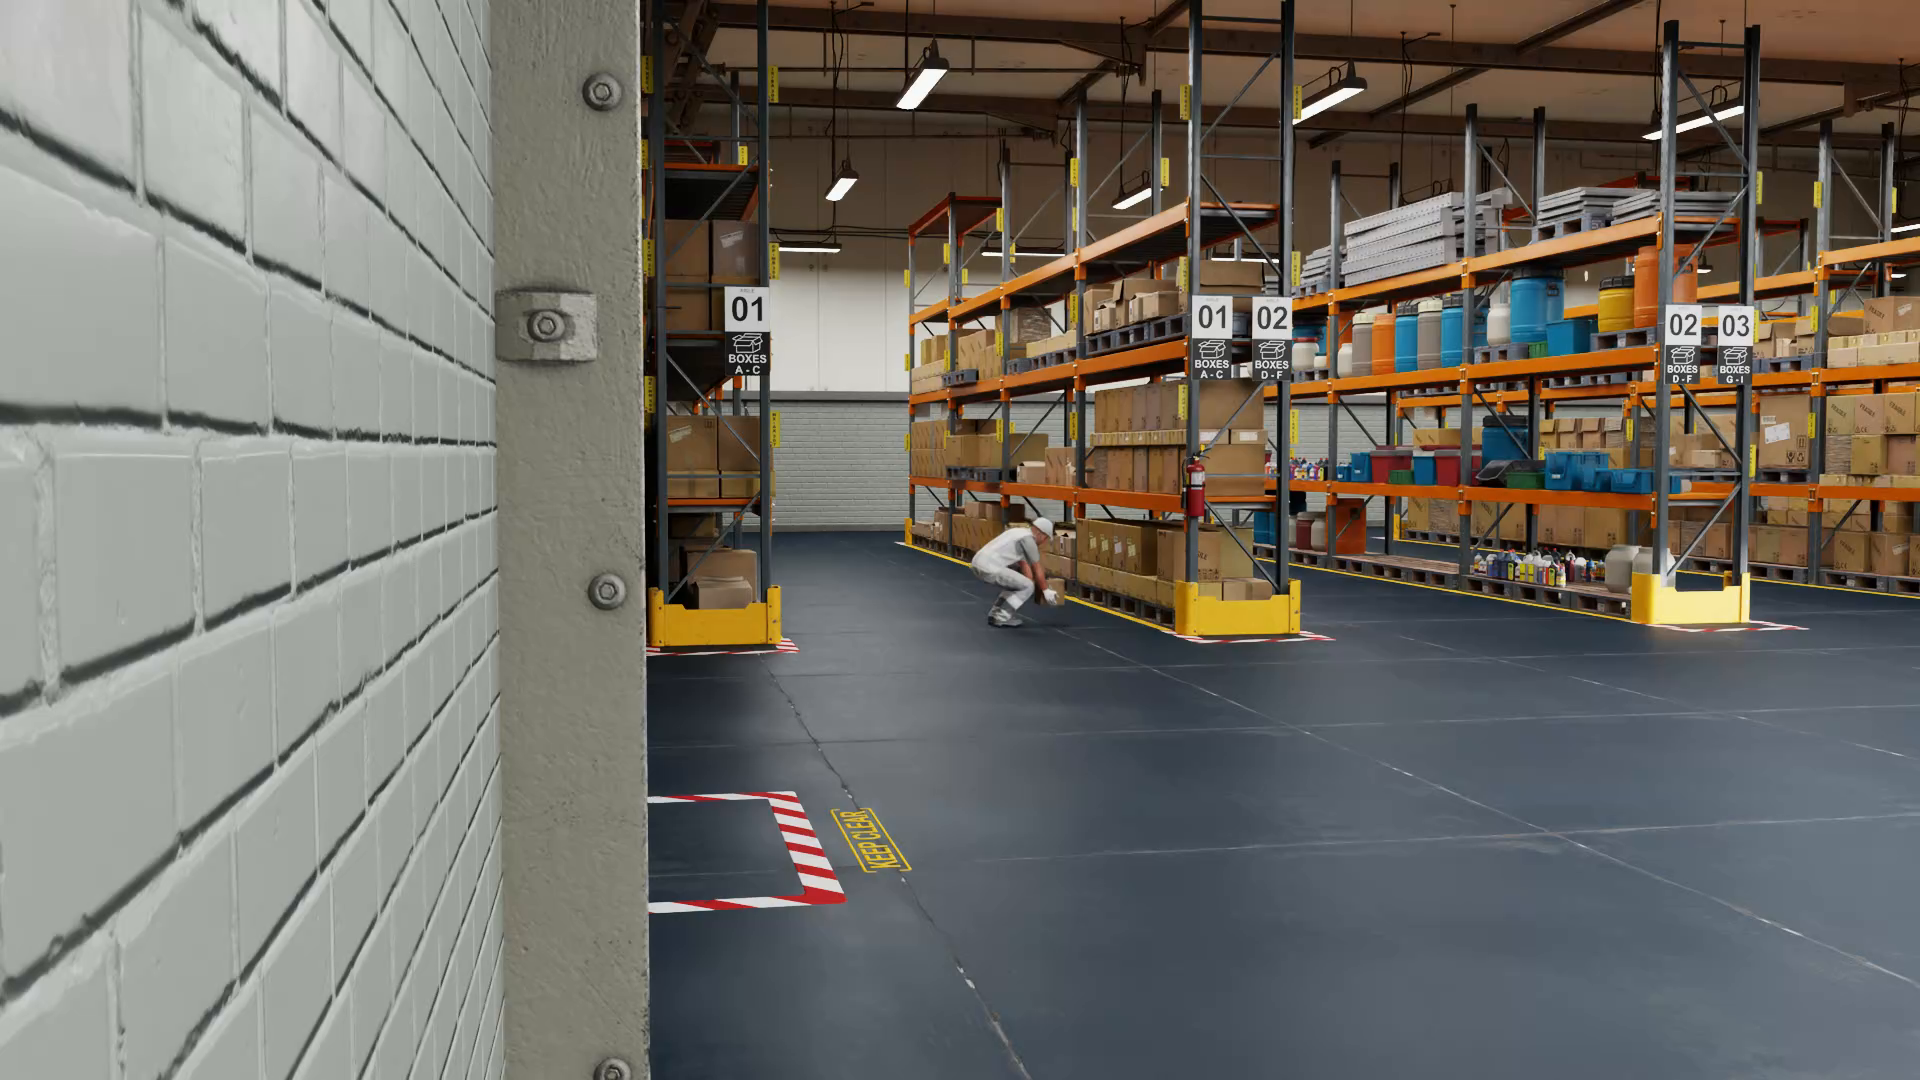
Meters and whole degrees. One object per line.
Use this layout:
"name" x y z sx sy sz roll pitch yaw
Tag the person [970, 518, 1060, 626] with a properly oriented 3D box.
"person" 0.533 0.314 16.705 0.860 1.074 0.578 -1 3 -12
